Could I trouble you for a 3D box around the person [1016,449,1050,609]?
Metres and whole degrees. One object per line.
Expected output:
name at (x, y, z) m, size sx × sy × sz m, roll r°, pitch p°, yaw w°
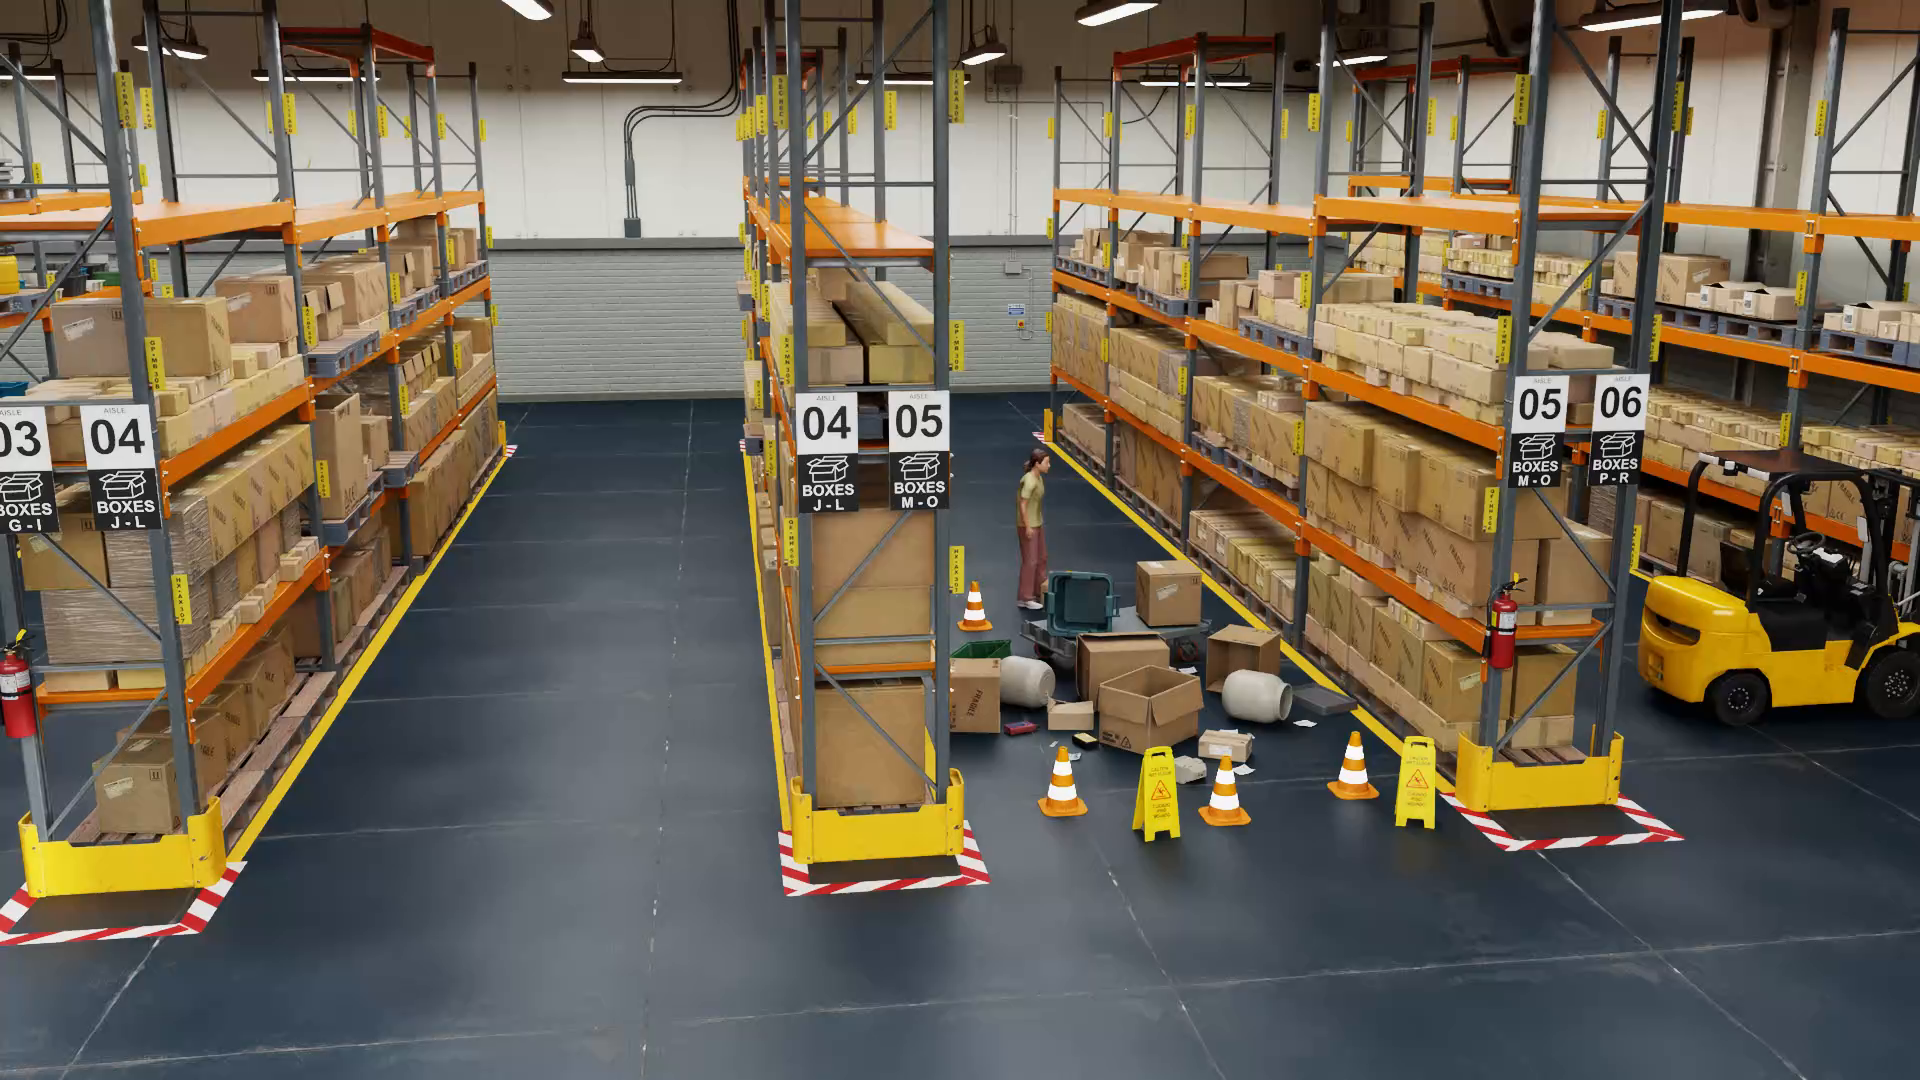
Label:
person at (0.802, -0.135, 17.564) m, size 0.416 × 1.671 × 0.520 m, roll 4°, pitch 14°, yaw 17°
